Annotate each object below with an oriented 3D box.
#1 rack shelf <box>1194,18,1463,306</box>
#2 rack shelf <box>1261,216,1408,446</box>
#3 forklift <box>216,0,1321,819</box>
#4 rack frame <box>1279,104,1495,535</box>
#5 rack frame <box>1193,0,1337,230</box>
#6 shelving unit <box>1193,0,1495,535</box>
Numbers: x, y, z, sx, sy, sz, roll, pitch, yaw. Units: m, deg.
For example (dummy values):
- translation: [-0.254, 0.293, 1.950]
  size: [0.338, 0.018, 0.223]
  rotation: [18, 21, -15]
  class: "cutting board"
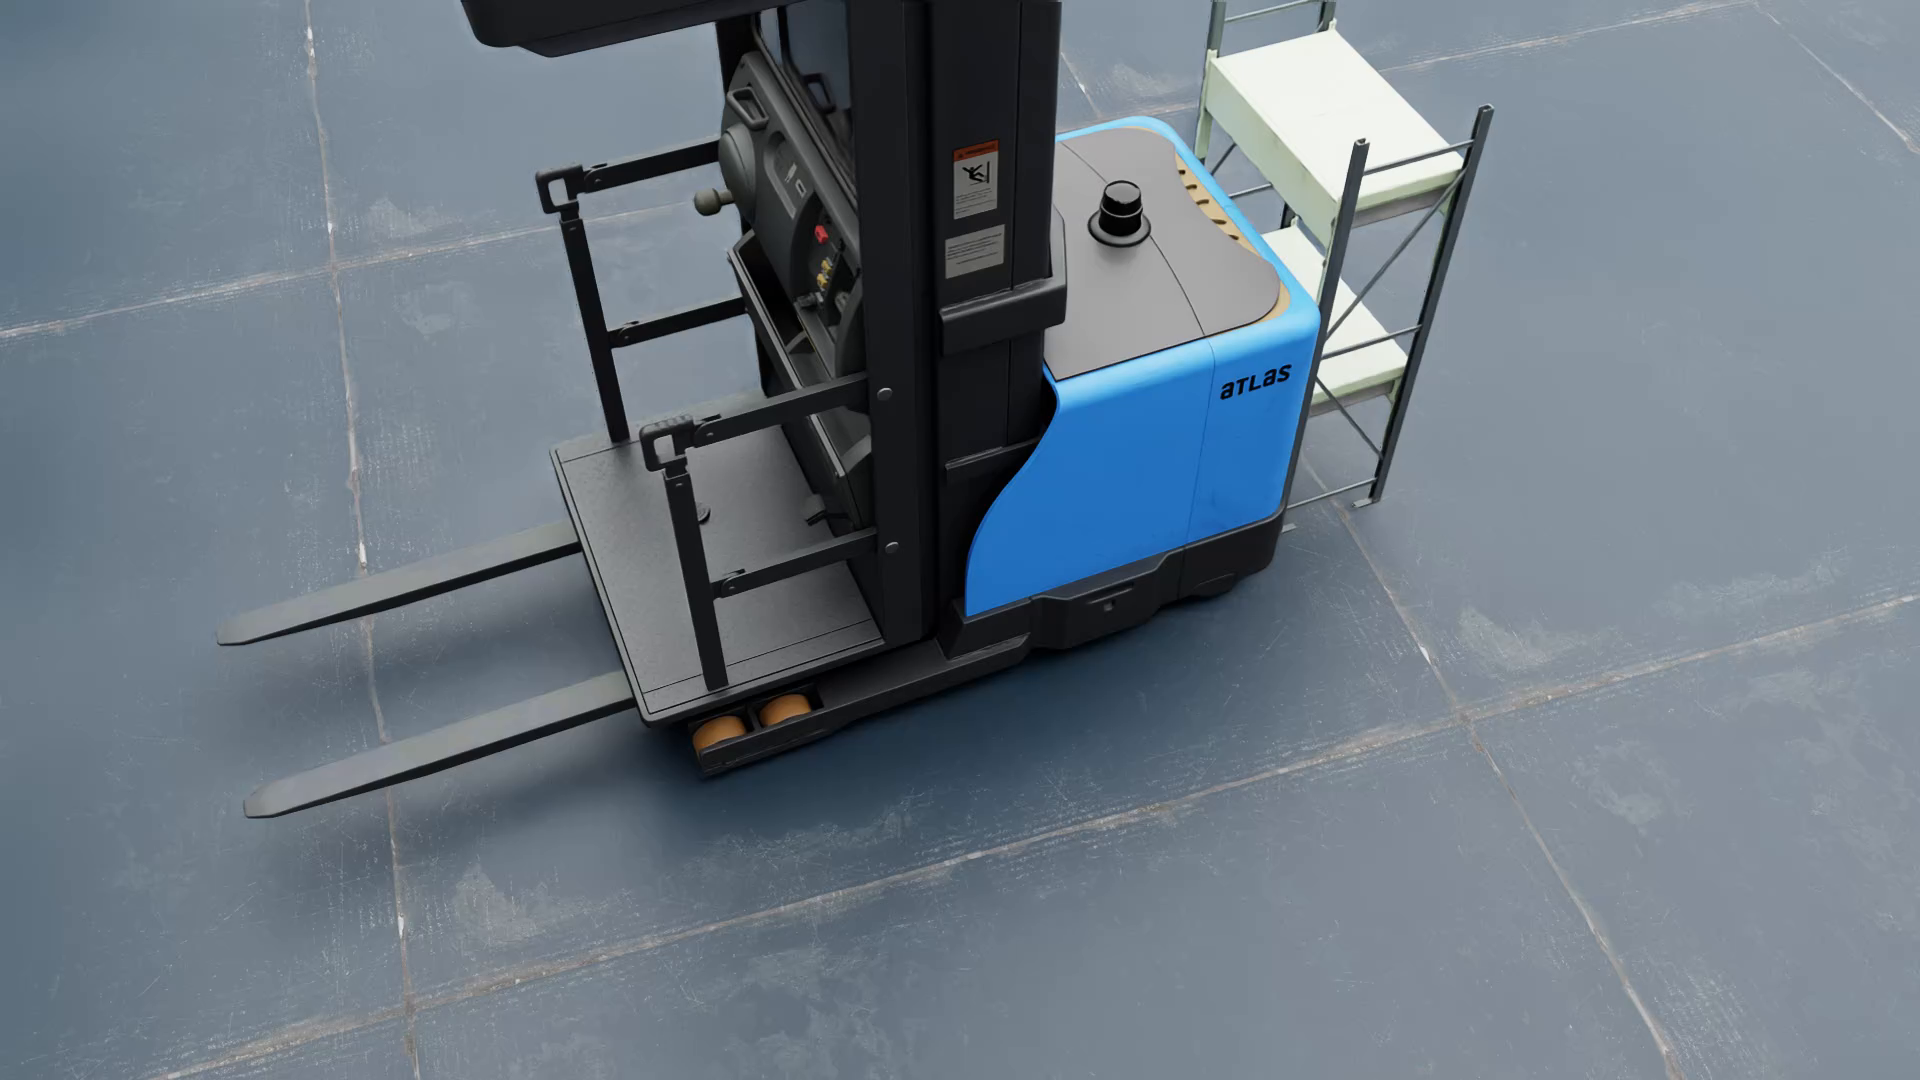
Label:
- translation: [1.025, -1.068, 4.659]
  size: [0.431, 0.370, 0.720]
  rotation: [-18, 52, -14]
  class: "rack shelf"
- translation: [1.025, -0.606, 5.207]
  size: [0.431, 0.370, 0.720]
  rotation: [-18, 52, -14]
  class: "rack shelf"
- translation: [-0.598, -0.755, 3.969]
  size: [3.031, 2.935, 1.130]
  rotation: [-18, 52, -14]
  class: "forklift"
- translation: [1.166, -0.558, 4.740]
  size: [0.400, 1.500, 0.023]
  rotation: [-18, 52, -14]
  class: "rack frame"
- translation: [0.884, -1.075, 5.175]
  size: [0.400, 1.500, 0.023]
  rotation: [-18, 52, -14]
  class: "rack frame"
- translation: [1.025, -0.817, 4.957]
  size: [0.431, 1.500, 0.755]
  rotation: [-18, 52, -14]
  class: "shelving unit"
